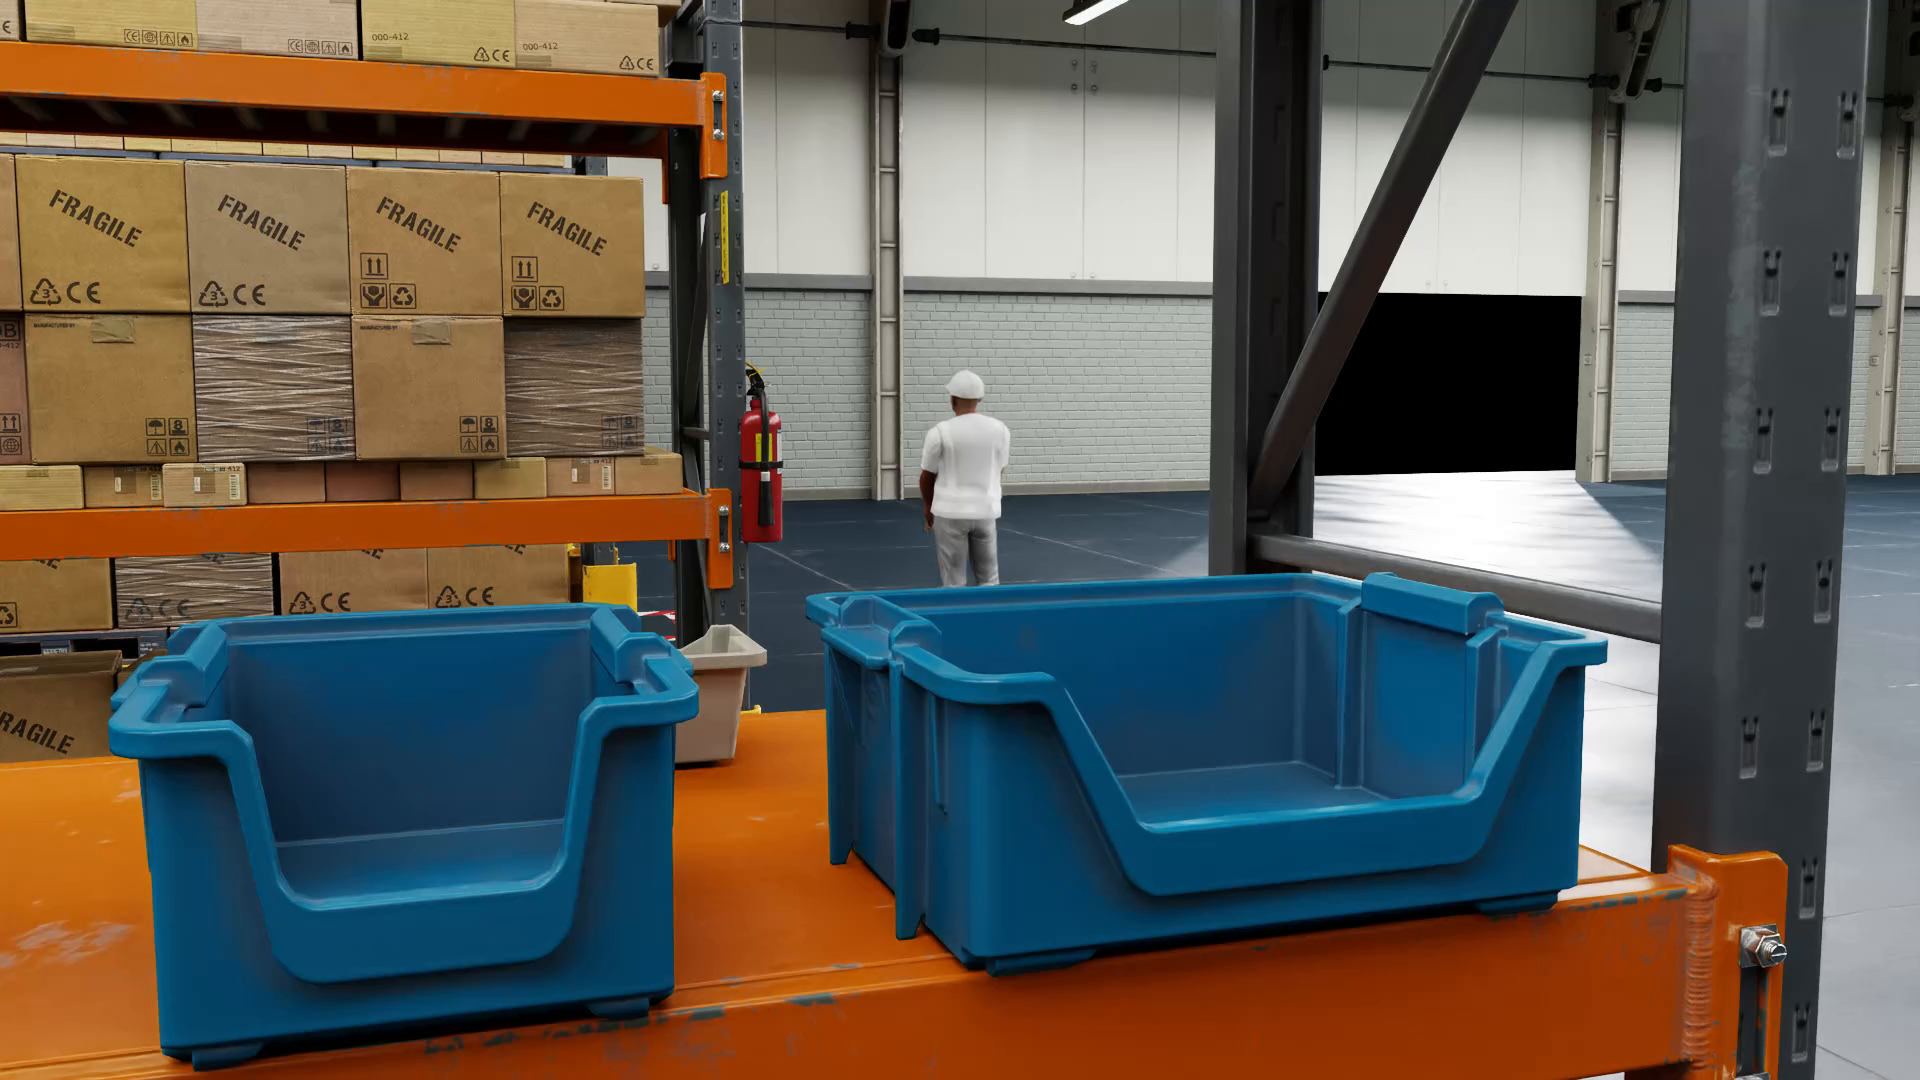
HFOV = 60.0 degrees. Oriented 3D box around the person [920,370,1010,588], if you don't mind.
[{"bbox_3d":[0.015,-0.148,10.143,0.564,1.772,0.529,-2,6,-18],"label":"person"}]
